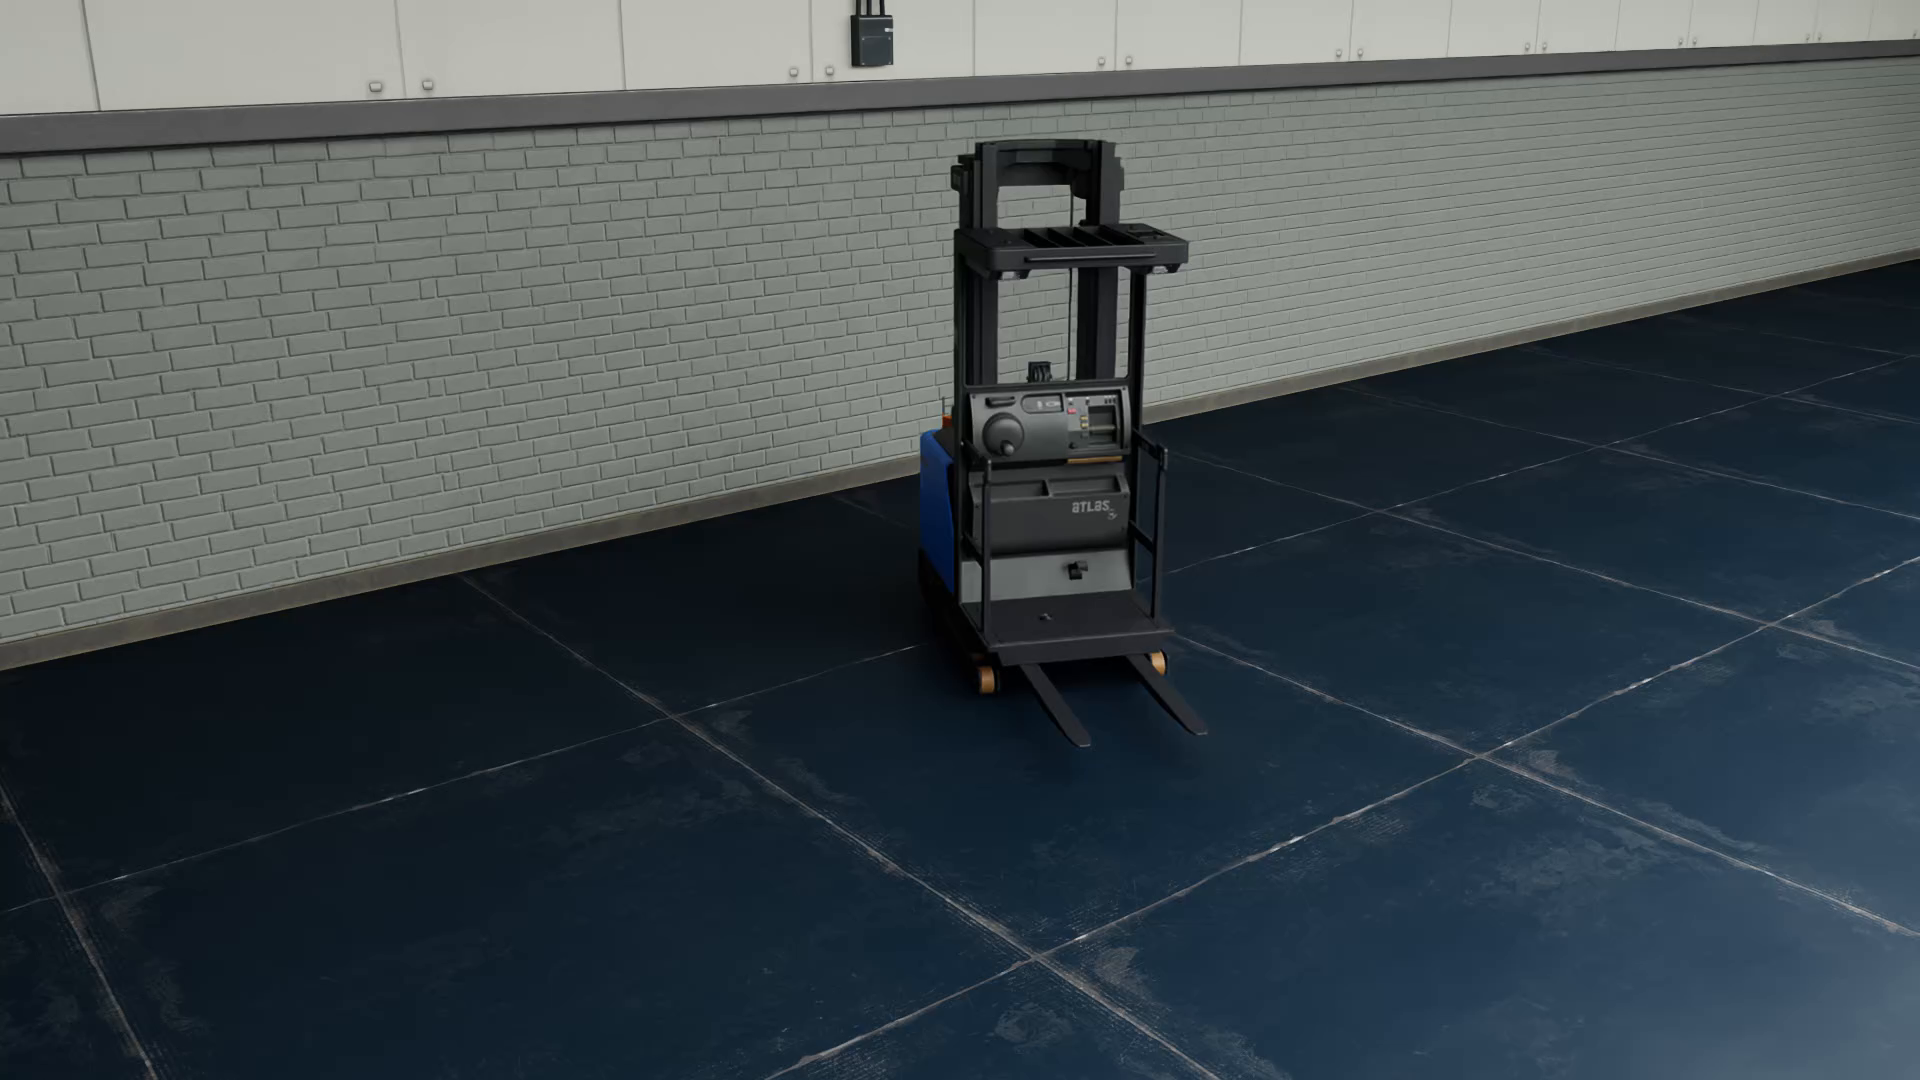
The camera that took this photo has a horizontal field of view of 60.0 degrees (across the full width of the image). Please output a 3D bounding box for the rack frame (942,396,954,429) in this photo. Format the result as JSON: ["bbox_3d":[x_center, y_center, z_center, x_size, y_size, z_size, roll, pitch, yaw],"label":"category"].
[{"bbox_3d":[-0.043,-0.515,11.748,0.200,1.050,0.008,-14,23,-36],"label":"rack frame"}]

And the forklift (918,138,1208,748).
[{"bbox_3d":[0.562,-0.659,9.189,1.130,2.935,3.031,-4,19,-12],"label":"forklift"}]

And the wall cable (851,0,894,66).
[{"bbox_3d":[0.153,-6.530,11.859,2.305,6.003,0.169,-14,23,-36],"label":"wall cable"}]

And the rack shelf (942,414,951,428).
[{"bbox_3d":[0.033,-0.745,11.572,0.215,0.259,0.240,-14,23,-36],"label":"rack shelf"}]

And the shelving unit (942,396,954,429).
[{"bbox_3d":[0.033,-0.485,11.658,0.215,1.050,0.252,-14,23,-36],"label":"shelving unit"}]
